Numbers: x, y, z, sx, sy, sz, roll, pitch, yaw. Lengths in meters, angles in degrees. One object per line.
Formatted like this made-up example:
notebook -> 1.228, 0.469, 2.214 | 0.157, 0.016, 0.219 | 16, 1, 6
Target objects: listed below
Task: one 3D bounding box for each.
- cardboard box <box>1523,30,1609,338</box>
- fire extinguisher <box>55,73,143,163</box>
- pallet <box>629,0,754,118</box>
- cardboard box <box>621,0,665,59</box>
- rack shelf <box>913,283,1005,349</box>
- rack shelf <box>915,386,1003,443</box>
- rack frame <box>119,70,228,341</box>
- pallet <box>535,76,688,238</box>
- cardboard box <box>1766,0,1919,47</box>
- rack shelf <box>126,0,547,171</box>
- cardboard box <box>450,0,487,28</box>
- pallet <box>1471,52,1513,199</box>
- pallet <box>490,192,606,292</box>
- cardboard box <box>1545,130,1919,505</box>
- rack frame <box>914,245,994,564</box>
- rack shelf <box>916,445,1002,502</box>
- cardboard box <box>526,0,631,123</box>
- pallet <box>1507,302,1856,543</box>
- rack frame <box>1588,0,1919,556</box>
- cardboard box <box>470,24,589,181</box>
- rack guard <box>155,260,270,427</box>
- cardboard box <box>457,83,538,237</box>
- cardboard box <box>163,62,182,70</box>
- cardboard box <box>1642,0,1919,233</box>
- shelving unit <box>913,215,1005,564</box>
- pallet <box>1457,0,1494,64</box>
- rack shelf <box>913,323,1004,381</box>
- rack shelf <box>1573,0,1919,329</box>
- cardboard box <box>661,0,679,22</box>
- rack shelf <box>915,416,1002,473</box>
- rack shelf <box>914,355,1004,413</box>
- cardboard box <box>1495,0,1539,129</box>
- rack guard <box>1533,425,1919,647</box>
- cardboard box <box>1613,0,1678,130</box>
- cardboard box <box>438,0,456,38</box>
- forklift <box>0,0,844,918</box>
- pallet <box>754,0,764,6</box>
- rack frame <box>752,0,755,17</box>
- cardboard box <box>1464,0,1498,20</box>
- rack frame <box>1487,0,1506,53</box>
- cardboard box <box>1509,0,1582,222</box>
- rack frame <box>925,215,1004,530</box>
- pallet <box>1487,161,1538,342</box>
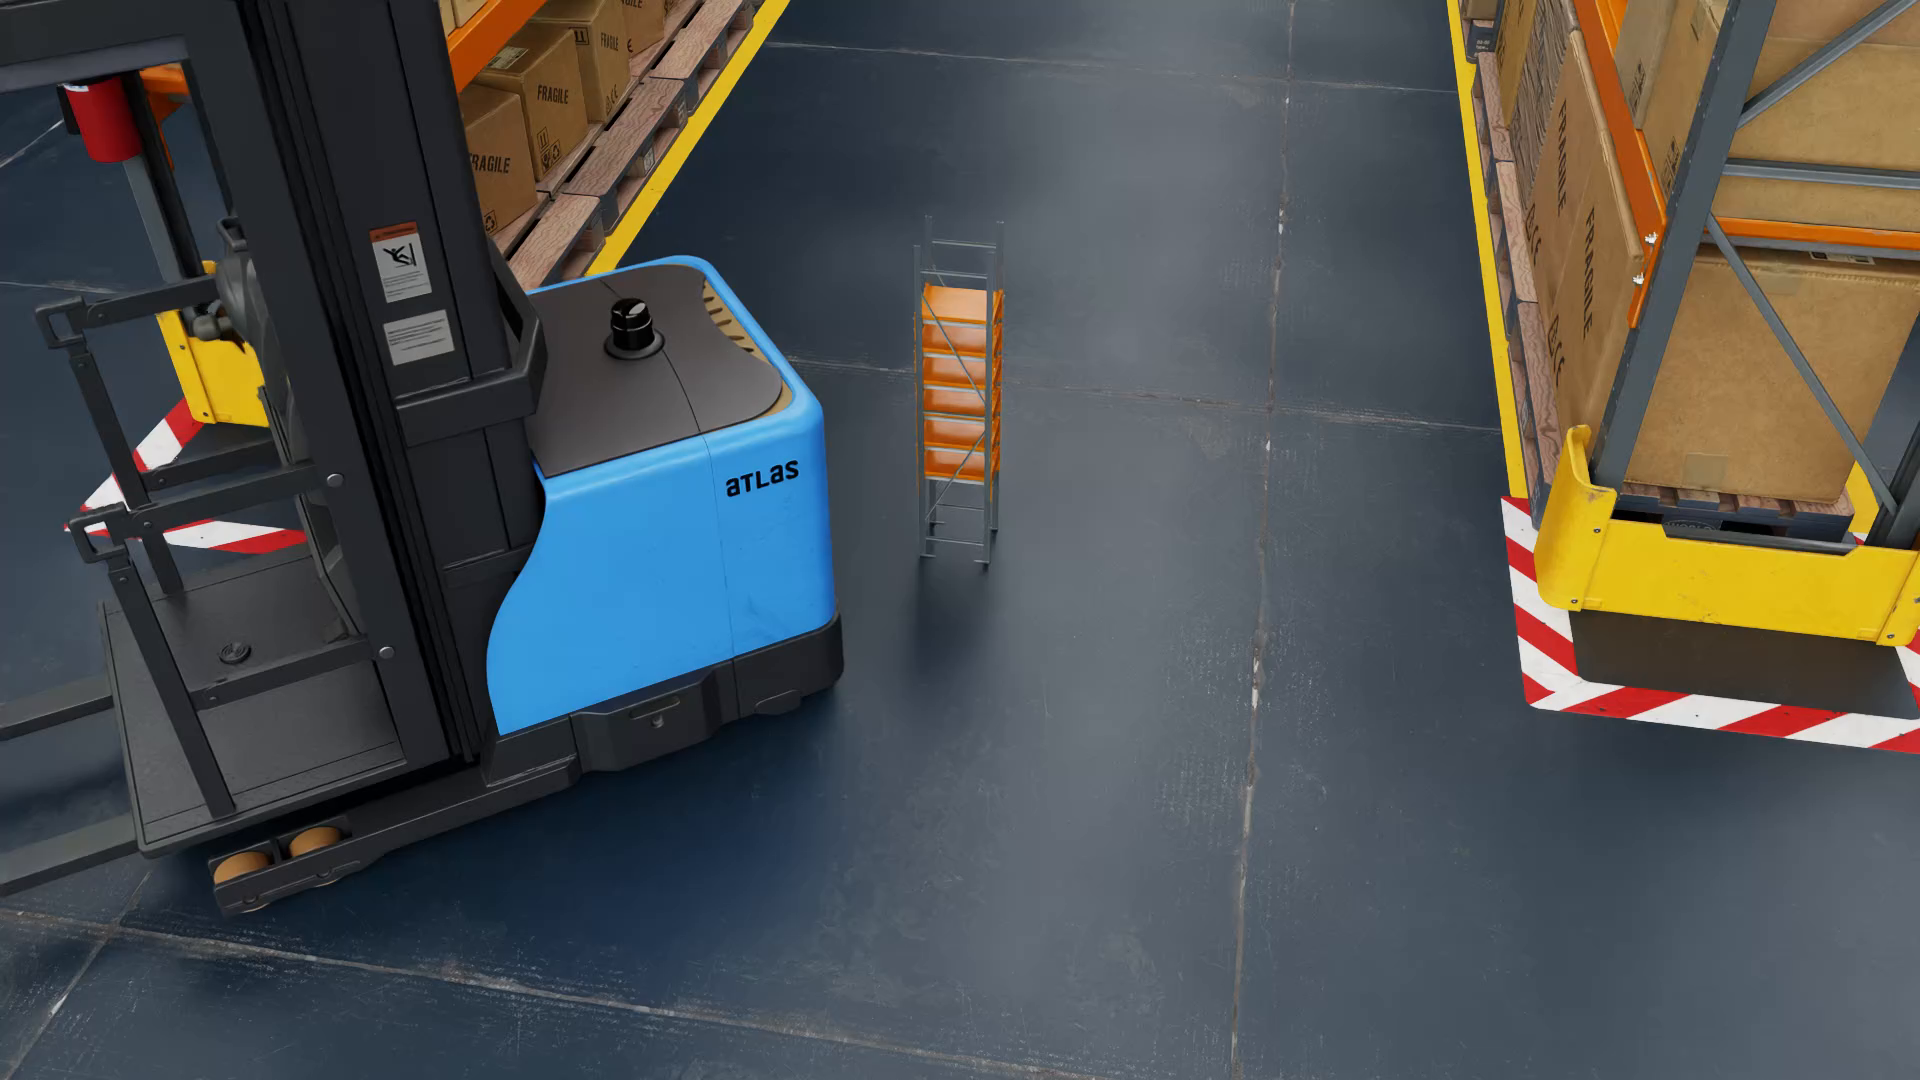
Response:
cardboard box -> 2.728, -1.323, 6.334 | 0.875, 0.875, 0.875 | 6, 40, 7
fire extinguisher -> -2.815, -1.554, 5.337 | 0.296, 0.674, 0.183 | 6, 40, 8
pallet -> -1.731, -2.616, 8.748 | 1.003, 0.211, 1.213 | 6, 40, 8
cardboard box -> -1.850, -2.707, 8.302 | 0.500, 0.500, 0.500 | 19, 43, 21
rack shelf -> -0.002, -0.697, 5.156 | 0.258, 0.103, 0.180 | 6, 40, 8
rack shelf -> -0.002, -0.419, 5.385 | 0.258, 0.103, 0.180 | 6, 40, 8
rack frame -> -2.342, -1.605, 5.338 | 1.000, 3.000, 0.127 | 6, 40, 8
pallet -> -1.940, -1.848, 7.819 | 1.003, 0.211, 1.213 | 6, 40, 8
cardboard box -> 2.628, -1.698, 4.484 | 0.875, 0.550, 0.550 | 6, 40, 8
rack shelf -> -1.996, -2.583, 7.085 | 1.077, 0.370, 4.000 | 6, 40, 8
cardboard box -> -1.937, -1.971, 5.977 | 0.380, 0.149, 0.250 | 6, 40, 8
pallet -> 3.009, -1.962, 7.957 | 1.003, 0.211, 1.213 | 6, 40, 8
pallet -> -2.153, -1.084, 6.896 | 1.003, 0.211, 1.213 | 6, 40, 8
cardboard box -> 2.578, -0.771, 5.666 | 0.875, 0.875, 0.875 | 7, 40, 8
rack frame -> -0.018, -0.396, 5.287 | 0.240, 1.200, 0.006 | 6, 40, 8
rack shelf -> -0.003, -0.234, 5.538 | 0.258, 0.103, 0.180 | 6, 40, 8
cardboard box -> -1.880, -2.309, 7.821 | 0.500, 0.500, 0.500 | 3, 40, 4
pallet -> 2.587, -0.431, 6.105 | 1.003, 0.211, 1.213 | 6, 40, 8
rack frame -> 2.526, -0.995, 4.599 | 1.000, 3.000, 0.127 | 6, 40, 8
cardboard box -> -2.021, -1.964, 7.403 | 0.500, 0.500, 0.500 | 10, 41, 12
rack guard -> -2.329, -0.690, 6.192 | 1.175, 0.500, 0.348 | 6, 40, 8
cardboard box -> -2.148, -1.573, 6.930 | 0.500, 0.500, 0.500 | 17, 42, 19
cardboard box -> -2.496, -1.710, 5.661 | 0.380, 0.149, 0.250 | 6, 40, 8
cardboard box -> 2.545, -1.291, 4.839 | 0.875, 0.550, 0.550 | 6, 40, 8
shelving unit -> -0.002, -0.453, 5.357 | 0.258, 1.200, 0.189 | 6, 40, 8
pallet -> 3.277, -2.923, 9.120 | 1.003, 0.211, 1.213 | 6, 40, 8
rack shelf -> -0.002, -0.604, 5.232 | 0.258, 0.103, 0.180 | 6, 40, 8
rack shelf -> 2.872, -1.973, 6.347 | 1.077, 0.370, 4.000 | 6, 40, 8
cardboard box -> -1.758, -3.067, 8.738 | 0.500, 0.500, 0.500 | 5, 40, 6
rack shelf -> -0.003, -0.327, 5.461 | 0.258, 0.103, 0.180 | 6, 40, 8
rack shelf -> -0.002, -0.512, 5.309 | 0.258, 0.103, 0.180 | 6, 40, 8
cardboard box -> 3.040, -2.461, 7.711 | 0.875, 0.875, 0.875 | 7, 40, 8
rack guard -> 2.522, -0.016, 5.378 | 1.175, 0.500, 0.348 | 6, 40, 8
cardboard box -> 2.619, -1.638, 5.260 | 0.875, 0.550, 0.550 | 6, 40, 8
cardboard box -> -1.995, -1.816, 5.789 | 0.380, 0.149, 0.250 | 6, 40, 8
forklift -> -1.910, -0.504, 4.060 | 3.031, 2.935, 1.130 | -18, 43, -21
pallet -> -1.516, -3.530, 9.854 | 1.003, 0.211, 1.213 | 6, 40, 8
rack frame -> -1.650, -4.116, 8.374 | 1.000, 3.000, 0.127 | 6, 40, 8
cardboard box -> 3.237, -3.200, 8.702 | 1.050, 0.750, 0.750 | 6, 40, 7
rack frame -> 3.218, -3.505, 7.636 | 1.000, 3.000, 0.127 | 6, 40, 8
cardboard box -> 2.888, -1.895, 7.026 | 0.875, 0.875, 0.875 | 7, 40, 8
rack frame -> 0.013, -0.511, 5.426 | 0.240, 1.200, 0.006 | 6, 40, 8
pallet -> 2.801, -1.194, 7.029 | 1.003, 0.211, 1.213 | 6, 40, 8
